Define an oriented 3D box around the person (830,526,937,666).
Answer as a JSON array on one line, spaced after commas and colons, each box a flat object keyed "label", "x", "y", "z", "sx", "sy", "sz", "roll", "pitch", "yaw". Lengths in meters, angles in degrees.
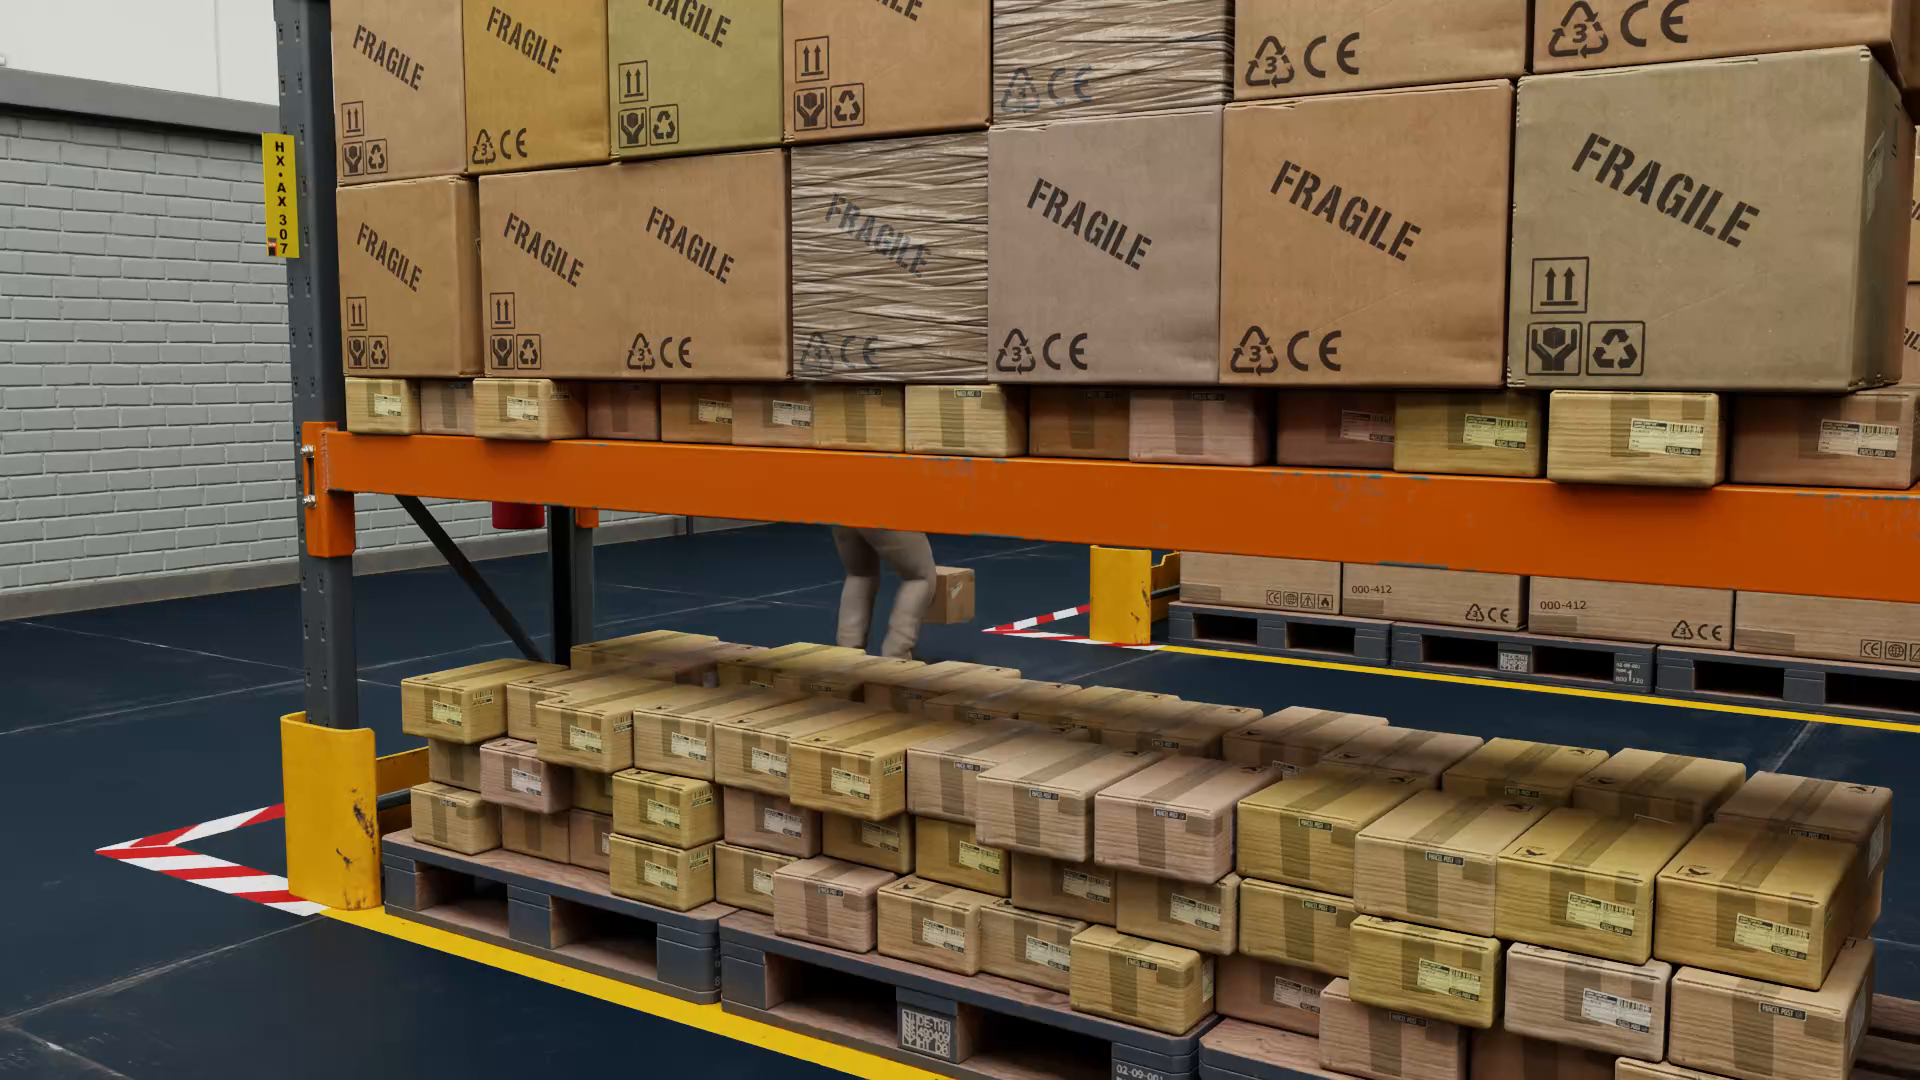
[{"label": "person", "x": -0.398, "y": -0.151, "z": 7.850, "sx": 0.575, "sy": 1.608, "sz": 0.526, "roll": 4, "pitch": 8, "yaw": 35}]
